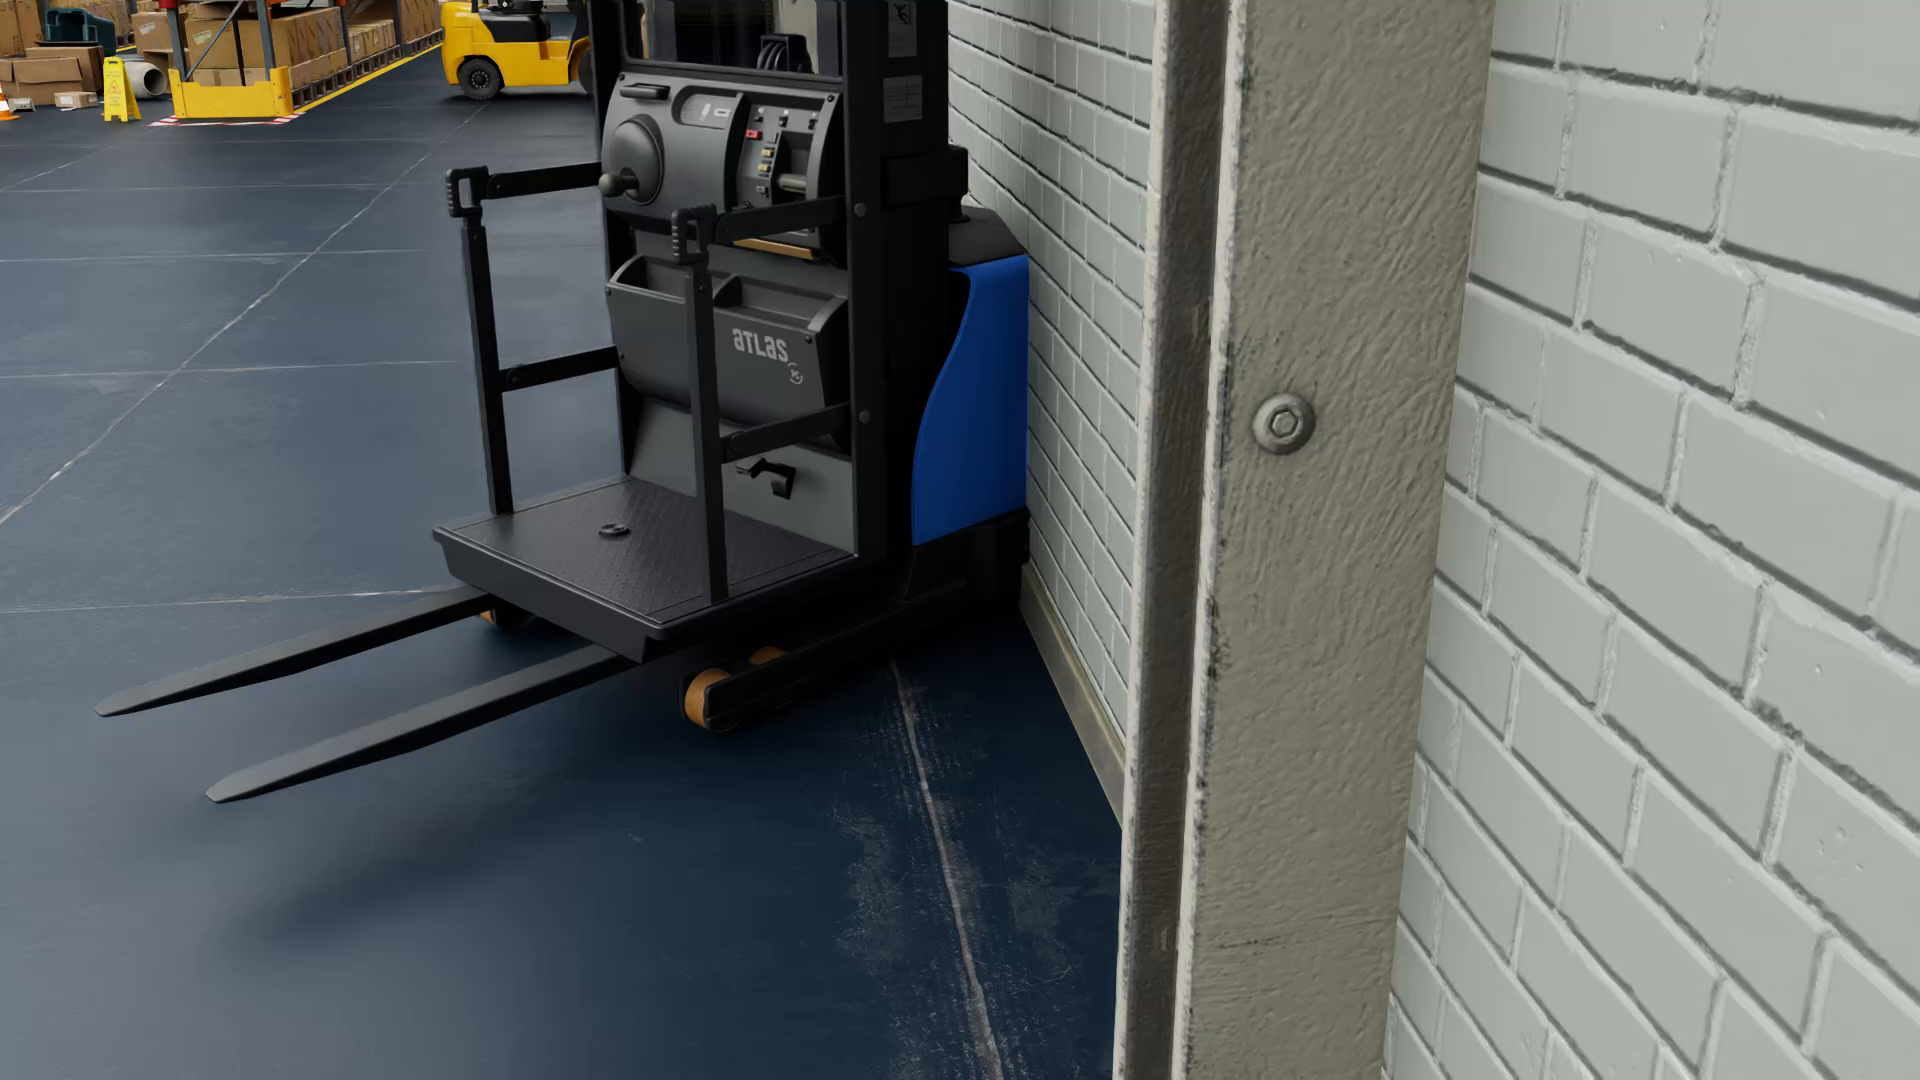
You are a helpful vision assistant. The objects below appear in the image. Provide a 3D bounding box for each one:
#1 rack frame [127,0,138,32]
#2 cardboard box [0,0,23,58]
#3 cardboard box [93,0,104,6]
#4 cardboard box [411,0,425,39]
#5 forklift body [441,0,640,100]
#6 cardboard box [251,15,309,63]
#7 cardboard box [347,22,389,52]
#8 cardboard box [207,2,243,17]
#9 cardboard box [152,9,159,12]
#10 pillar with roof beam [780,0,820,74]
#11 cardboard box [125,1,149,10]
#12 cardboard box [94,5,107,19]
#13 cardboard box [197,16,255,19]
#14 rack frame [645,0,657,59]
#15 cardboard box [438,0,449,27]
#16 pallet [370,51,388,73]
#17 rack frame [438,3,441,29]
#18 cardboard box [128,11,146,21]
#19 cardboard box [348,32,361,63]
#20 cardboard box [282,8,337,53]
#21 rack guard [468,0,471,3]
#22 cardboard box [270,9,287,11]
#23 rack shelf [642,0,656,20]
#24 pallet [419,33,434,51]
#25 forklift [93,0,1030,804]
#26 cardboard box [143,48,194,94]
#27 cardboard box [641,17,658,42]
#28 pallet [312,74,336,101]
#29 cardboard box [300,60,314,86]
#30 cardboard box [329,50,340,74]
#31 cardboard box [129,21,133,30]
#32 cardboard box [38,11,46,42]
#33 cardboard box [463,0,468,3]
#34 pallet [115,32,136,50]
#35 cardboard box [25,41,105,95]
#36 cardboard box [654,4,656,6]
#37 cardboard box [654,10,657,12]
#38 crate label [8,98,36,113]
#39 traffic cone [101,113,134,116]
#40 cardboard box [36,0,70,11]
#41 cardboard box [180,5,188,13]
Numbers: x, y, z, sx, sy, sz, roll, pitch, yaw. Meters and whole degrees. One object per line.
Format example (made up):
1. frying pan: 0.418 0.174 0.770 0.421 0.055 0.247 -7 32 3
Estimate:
1. rack frame: -14.469 -9.857 27.821 1.000 3.000 0.127 -3 21 -8
2. cardboard box: -13.765 -7.097 23.047 1.050 0.750 0.750 -3 21 -7
3. cardboard box: -13.961 -8.628 26.431 0.500 0.250 0.500 -4 21 -10
4. cardboard box: -9.151 -8.511 26.653 0.875 0.875 0.875 -3 21 -7
5. forklift body: -5.023 -6.406 19.793 2.313 2.155 1.214 -3 21 -8
6. cardboard box: -7.782 -5.729 19.027 0.500 0.500 0.500 -4 21 -10
7. cardboard box: -8.823 -7.272 24.054 0.950 0.372 0.625 -3 21 -9
8. cardboard box: -8.382 -6.026 18.894 0.380 0.149 0.250 -3 21 -7
9. cardboard box: -14.453 -9.355 29.526 0.380 0.149 0.250 -2 21 -5
10. pillar with roof beam: -5.548 -7.041 11.707 9.100 9.000 0.400 -3 21 -8
11. cardboard box: -14.380 -9.310 28.981 0.380 0.149 0.250 -3 21 -9
12. cardboard box: -13.970 -8.284 26.581 0.500 0.500 0.500 -3 21 -9
13. cardboard box: -8.308 -5.692 18.927 0.500 0.500 0.500 -2 21 -6
14. rack frame: -2.944 -6.239 18.133 1.000 3.000 0.127 -3 21 -8
15. cardboard box: -9.570 -9.361 29.555 0.875 0.438 0.875 -3 21 -9
16. pallet: -8.725 -6.759 23.510 1.003 0.211 1.213 -3 21 -8
17. rack frame: -9.586 -10.142 28.583 1.000 3.000 0.127 -3 21 -8
18. cardboard box: -14.205 -9.000 28.574 0.380 0.149 0.250 -2 21 -5
19. cardboard box: -8.510 -6.519 22.040 0.950 0.372 0.625 -3 21 -7
20. cardboard box: -8.006 -6.265 20.460 0.500 0.500 0.500 -3 21 -7
21. rack guard: -10.166 -10.364 32.751 1.175 0.500 0.348 -3 21 -8
22. cardboard box: -8.526 -6.229 20.366 0.500 0.500 0.500 -2 21 -6
23. rack shelf: -3.233 -6.594 20.113 1.077 0.370 4.000 -3 21 -8
24. pallet: -9.221 -8.149 27.233 1.003 0.211 1.213 -3 21 -8
25. forklift: -0.811 -1.068 4.388 1.130 2.935 3.031 18 27 40
26. cardboard box: -9.624 -5.763 20.427 0.500 0.500 0.500 12 24 29
27. cardboard box: -3.319 -5.760 18.750 0.500 0.250 0.500 -2 21 -6
28. pallet: -8.121 -5.412 19.904 1.003 0.211 1.213 -3 21 -8
29. cardboard box: -7.765 -5.366 19.126 0.500 0.250 0.500 -2 21 -6
30. cardboard box: -7.995 -5.906 20.571 0.500 0.250 0.500 -3 21 -9
31. cardboard box: -14.204 -8.861 28.628 0.380 0.149 0.250 -4 21 -10
32. cardboard box: -13.742 -7.756 25.167 0.500 0.500 0.500 -4 21 -10
33. cardboard box: -9.968 -10.300 32.068 0.875 0.438 0.875 -4 21 -10
34. pallet: -14.356 -8.282 27.588 1.003 0.211 1.213 -3 21 -8
35. cardboard box: -10.757 -5.685 20.025 0.797 0.637 0.503 -3 21 -8
36. cardboard box: -3.762 -6.818 21.583 0.500 0.250 0.500 -3 21 -9
37. cardboard box: -3.547 -6.286 20.160 0.500 0.250 0.500 -3 21 -9
38. crate label: -10.418 -4.825 18.440 0.250 0.136 0.298 -15 25 -35
39. traffic cone: -9.194 -4.883 18.128 0.336 0.463 0.334 -3 21 -8
40. cardboard box: -13.753 -8.100 25.018 0.500 0.250 0.500 -4 21 -10
41. cardboard box: -14.611 -9.895 30.970 0.380 0.149 0.250 -4 21 -10
